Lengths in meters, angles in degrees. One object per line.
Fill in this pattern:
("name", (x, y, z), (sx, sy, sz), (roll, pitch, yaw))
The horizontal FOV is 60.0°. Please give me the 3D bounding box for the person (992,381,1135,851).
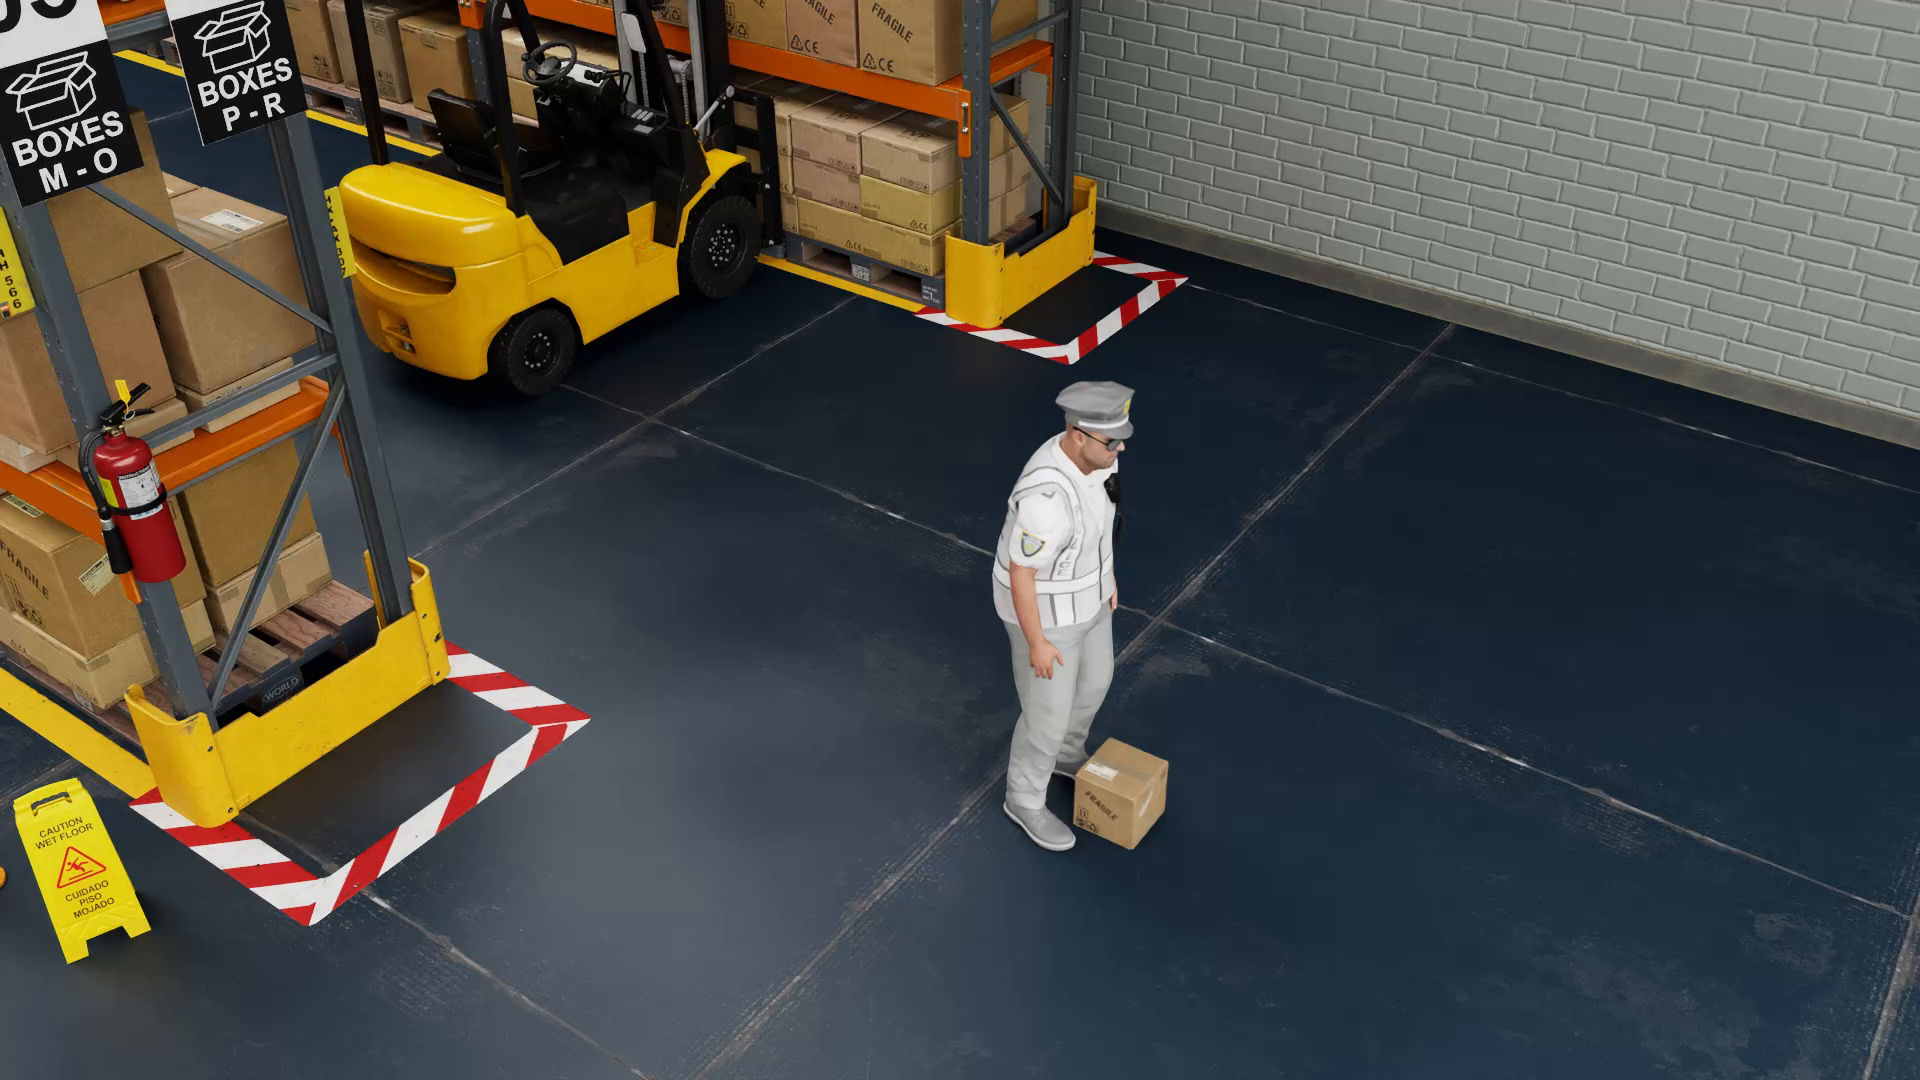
("person", (0.355, 0.226, 5.805), (0.434, 1.748, 0.580), (20, 39, 27))
